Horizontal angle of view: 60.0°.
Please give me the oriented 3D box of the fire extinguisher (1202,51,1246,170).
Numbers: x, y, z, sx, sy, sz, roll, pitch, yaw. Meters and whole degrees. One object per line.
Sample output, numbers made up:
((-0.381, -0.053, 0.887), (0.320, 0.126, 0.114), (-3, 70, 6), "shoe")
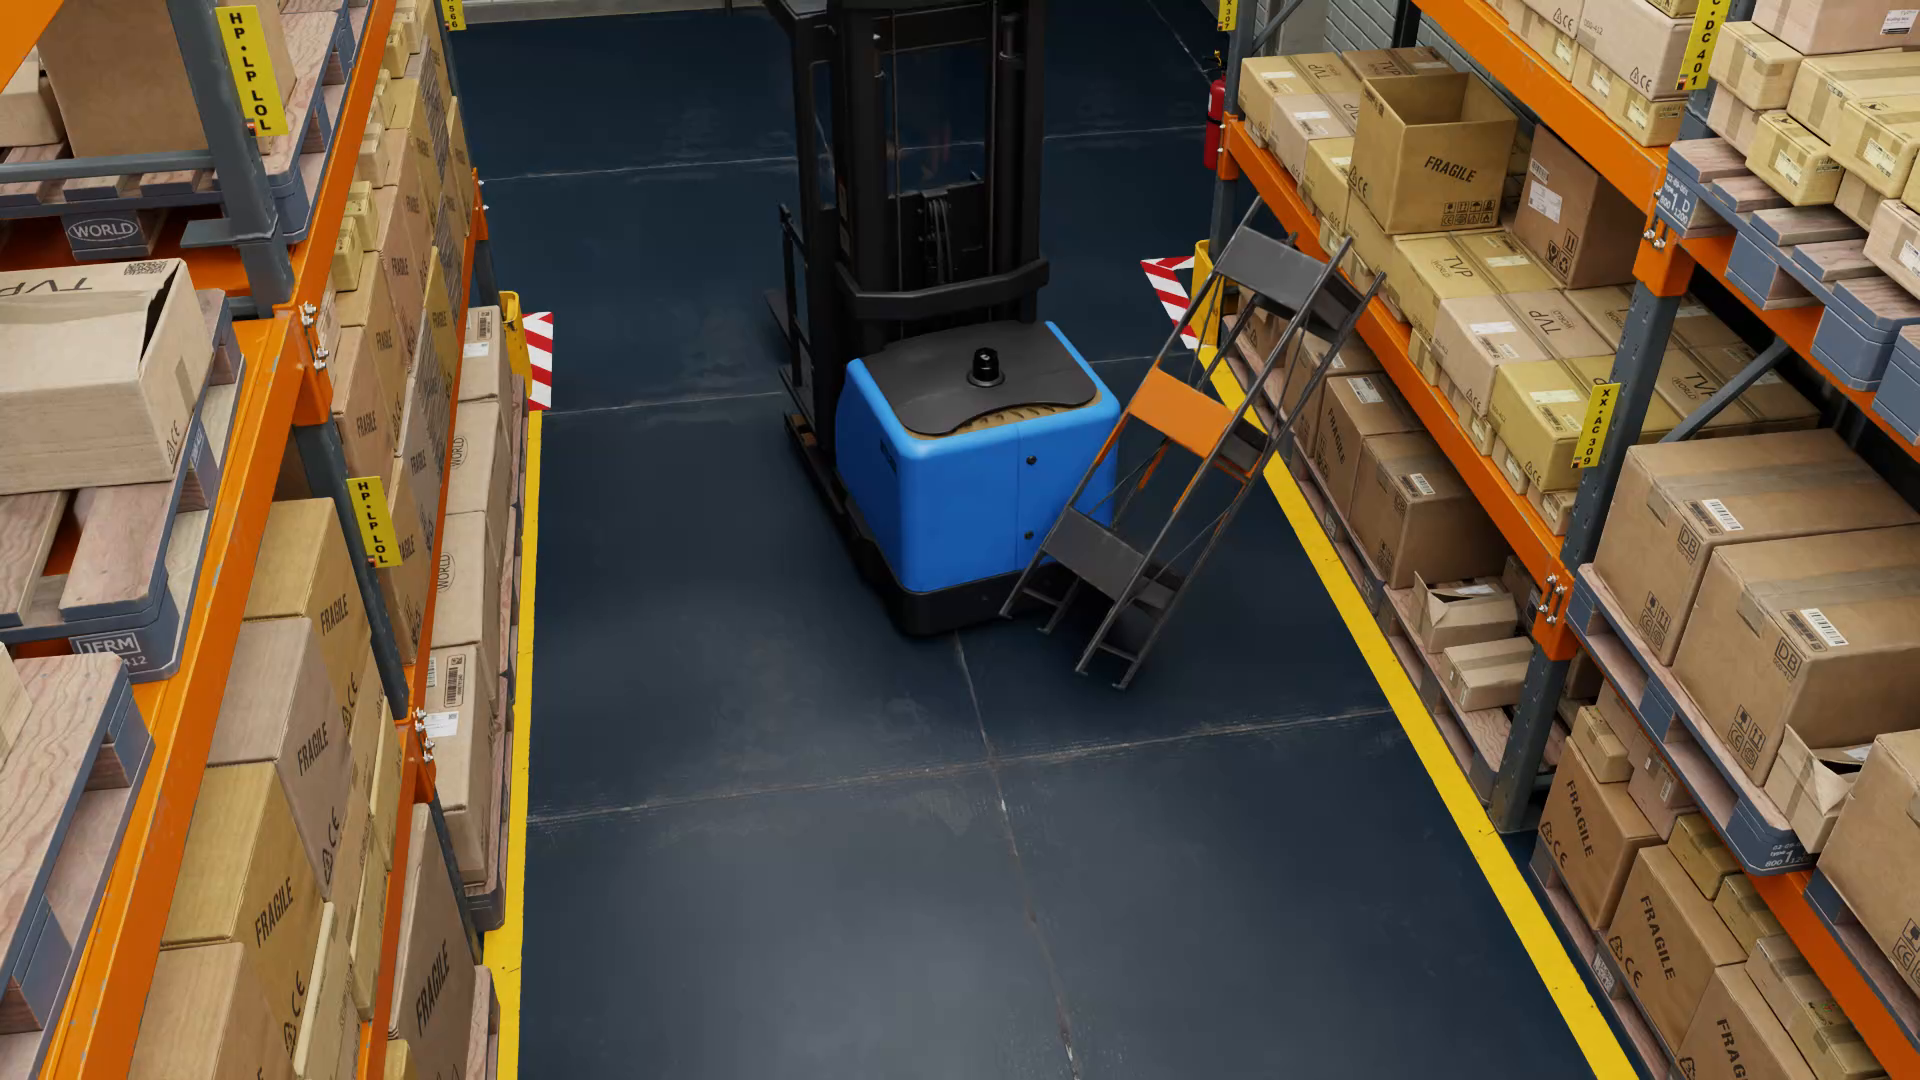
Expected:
((1.449, -2.373, 9.126), (0.296, 0.674, 0.183), (-6, 38, -8), "fire extinguisher")

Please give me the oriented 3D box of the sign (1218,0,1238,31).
((1.395, -2.795, 8.597), (0.100, 0.325, 0.005), (-6, 38, -8), "sign")

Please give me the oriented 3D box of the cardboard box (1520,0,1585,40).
((2.198, -1.915, 5.605), (0.500, 0.250, 0.500), (-7, 38, -9), "cardboard box")

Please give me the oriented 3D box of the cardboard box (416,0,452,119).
((-2.638, -2.144, 7.568), (0.500, 0.500, 0.500), (-5, 38, -6), "cardboard box")

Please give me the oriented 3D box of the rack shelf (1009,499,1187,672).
((0.616, 0.203, 7.212), (0.480, 0.518, 0.431), (36, 7, 38), "rack shelf")

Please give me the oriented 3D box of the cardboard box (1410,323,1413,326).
((2.163, -0.951, 7.134), (0.380, 0.149, 0.250), (-6, 38, -7), "cardboard box")

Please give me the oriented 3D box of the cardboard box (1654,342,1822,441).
((2.810, -0.482, 6.205), (0.500, 0.250, 0.500), (-7, 38, -8), "cardboard box")

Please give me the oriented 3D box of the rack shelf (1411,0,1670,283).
((2.280, -2.204, 6.683), (1.077, 0.370, 4.000), (-6, 38, -8), "rack shelf")

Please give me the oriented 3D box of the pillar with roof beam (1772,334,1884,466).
((-0.842, -2.519, 4.057), (9.100, 9.000, 0.400), (-6, 38, -8), "pillar with roof beam")

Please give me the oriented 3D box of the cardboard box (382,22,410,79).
((-2.497, -2.016, 6.875), (0.380, 0.149, 0.250), (-5, 38, -7), "cardboard box")

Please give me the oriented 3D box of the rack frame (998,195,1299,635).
((0.833, -0.514, 7.294), (0.015, 2.100, 0.400), (36, 7, 38), "rack frame")

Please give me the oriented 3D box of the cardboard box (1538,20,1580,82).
((2.198, -1.678, 5.624), (0.380, 0.149, 0.250), (-5, 38, -6), "cardboard box")

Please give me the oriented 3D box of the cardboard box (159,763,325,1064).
((-1.762, 0.869, 3.690), (0.500, 0.500, 0.500), (-5, 38, -7), "cardboard box")

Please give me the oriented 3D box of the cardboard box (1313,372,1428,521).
((2.049, -0.460, 7.992), (0.500, 0.500, 0.500), (-6, 38, -7), "cardboard box")

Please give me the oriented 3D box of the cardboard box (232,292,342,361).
((-2.116, -0.621, 5.080), (0.380, 0.149, 0.250), (-6, 38, -7), "cardboard box")

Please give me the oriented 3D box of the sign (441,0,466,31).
((-2.420, -2.576, 7.884), (0.100, 0.325, 0.005), (-6, 38, -8), "sign")

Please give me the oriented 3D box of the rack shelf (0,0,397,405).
((-2.606, -1.668, 5.993), (1.077, 0.370, 4.000), (-6, 38, -8), "rack shelf")

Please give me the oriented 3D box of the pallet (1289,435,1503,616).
((2.294, -0.147, 8.168), (1.003, 0.211, 1.213), (-6, 38, -8), "pallet")

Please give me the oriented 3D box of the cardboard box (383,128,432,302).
((-2.348, -1.229, 6.390), (0.500, 0.500, 0.500), (-6, 38, -8), "cardboard box")

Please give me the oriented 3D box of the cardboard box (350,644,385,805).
((-1.939, 0.543, 4.721), (0.500, 0.250, 0.500), (-6, 38, -8), "cardboard box")

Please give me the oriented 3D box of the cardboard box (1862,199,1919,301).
((2.404, -0.698, 3.940), (0.380, 0.149, 0.250), (-6, 38, -7), "cardboard box")

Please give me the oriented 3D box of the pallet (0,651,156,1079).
((-1.918, 0.688, 2.528), (1.003, 0.211, 1.213), (-5, 38, -6), "pallet")

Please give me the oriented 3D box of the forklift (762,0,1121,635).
((-0.284, -1.635, 7.866), (1.130, 2.935, 3.031), (-13, 40, -16), "forklift")

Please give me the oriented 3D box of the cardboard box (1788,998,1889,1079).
((2.722, 1.497, 4.945), (0.380, 0.149, 0.250), (-5, 38, -6), "cardboard box")

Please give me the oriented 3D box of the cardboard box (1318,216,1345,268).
((1.894, -1.401, 7.713), (0.380, 0.149, 0.250), (-7, 38, -9), "cardboard box")

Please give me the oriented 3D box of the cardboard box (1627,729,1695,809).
((2.524, 0.749, 5.664), (0.380, 0.149, 0.250), (-8, 39, -10), "cardboard box")

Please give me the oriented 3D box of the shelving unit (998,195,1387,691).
((0.988, -0.402, 7.143), (0.503, 2.100, 0.431), (36, 7, 38), "shelving unit")

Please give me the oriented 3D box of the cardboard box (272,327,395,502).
((-2.101, -0.307, 5.204), (0.500, 0.500, 0.500), (-6, 38, -8), "cardboard box")

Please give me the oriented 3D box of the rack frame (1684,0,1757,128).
((2.631, -2.465, 3.987), (1.000, 3.000, 0.127), (-6, 38, -8), "rack frame")

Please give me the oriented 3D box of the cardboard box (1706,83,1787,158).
((2.291, -1.163, 4.538), (0.380, 0.149, 0.250), (-6, 38, -7), "cardboard box")

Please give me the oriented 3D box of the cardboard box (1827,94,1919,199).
((2.371, -0.965, 4.040), (0.380, 0.149, 0.250), (-7, 38, -9), "cardboard box")

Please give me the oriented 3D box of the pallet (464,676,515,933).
((-2.312, 1.074, 6.595), (1.003, 0.211, 1.213), (-6, 38, -8), "pallet")

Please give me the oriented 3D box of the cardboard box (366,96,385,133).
((-2.391, -1.545, 6.269), (0.380, 0.149, 0.250), (-5, 38, -6), "cardboard box")

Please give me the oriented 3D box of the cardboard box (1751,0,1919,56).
((2.340, -1.448, 4.324), (0.396, 0.266, 0.258), (-7, 38, -8), "cardboard box")

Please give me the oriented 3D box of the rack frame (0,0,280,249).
((-2.256, -1.928, 3.297), (1.000, 3.000, 0.127), (-6, 38, -8), "rack frame")

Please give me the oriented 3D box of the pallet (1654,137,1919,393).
((2.676, -0.804, 4.448), (1.213, 0.211, 1.003), (-6, 38, -8), "pallet")

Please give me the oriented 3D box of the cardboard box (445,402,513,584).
((-2.574, -0.190, 7.695), (0.875, 0.438, 0.875), (-5, 38, -7), "cardboard box")

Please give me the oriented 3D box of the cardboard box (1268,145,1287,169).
((1.807, -2.036, 8.530), (0.380, 0.149, 0.250), (-5, 38, -7), "cardboard box")

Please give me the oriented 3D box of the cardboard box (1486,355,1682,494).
((2.301, -0.435, 6.145), (0.500, 0.250, 0.500), (-5, 38, -7), "cardboard box")

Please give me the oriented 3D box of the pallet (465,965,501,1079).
((-2.046, 2.000, 5.404), (1.003, 0.211, 1.213), (-6, 38, -8), "pallet")

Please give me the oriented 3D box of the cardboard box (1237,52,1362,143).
((1.744, -2.267, 8.502), (0.500, 0.250, 0.500), (-6, 38, -8), "cardboard box")

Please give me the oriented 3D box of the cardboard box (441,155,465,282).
((-2.539, -1.447, 7.486), (0.500, 0.500, 0.500), (-7, 38, -9), "cardboard box")

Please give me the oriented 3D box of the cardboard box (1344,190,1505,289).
((2.035, -1.350, 7.322), (0.500, 0.250, 0.500), (-7, 38, -9), "cardboard box")

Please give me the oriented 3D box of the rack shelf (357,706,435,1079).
((-1.905, 1.933, 3.803), (1.077, 0.370, 4.000), (-6, 38, -8), "rack shelf")

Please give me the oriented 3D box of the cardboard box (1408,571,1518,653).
((2.181, 0.298, 7.208), (0.396, 0.266, 0.258), (-5, 38, -6), "cardboard box")

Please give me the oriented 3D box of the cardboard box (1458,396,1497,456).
((2.190, -0.471, 6.516), (0.380, 0.149, 0.250), (-5, 38, -7), "cardboard box")

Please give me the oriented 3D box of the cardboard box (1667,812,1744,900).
((2.612, 1.028, 5.549), (0.380, 0.149, 0.250), (-8, 39, -10), "cardboard box")

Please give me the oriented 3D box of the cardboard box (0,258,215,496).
((-1.894, -0.365, 3.460), (0.500, 0.311, 0.500), (-6, 38, -8), "cardboard box")

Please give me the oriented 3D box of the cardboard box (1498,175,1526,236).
((2.534, -1.393, 7.378), (0.500, 0.250, 0.500), (-6, 38, -8), "cardboard box")

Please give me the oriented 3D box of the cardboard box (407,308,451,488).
((-2.245, -0.516, 6.287), (0.500, 0.500, 0.500), (-6, 38, -8), "cardboard box")

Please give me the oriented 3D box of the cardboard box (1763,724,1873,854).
((2.496, 0.672, 4.607), (0.396, 0.266, 0.258), (-4, 38, -6), "cardboard box")

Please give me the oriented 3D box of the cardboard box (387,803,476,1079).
((-2.068, 1.480, 5.190), (0.875, 0.875, 0.875), (-5, 38, -7), "cardboard box")

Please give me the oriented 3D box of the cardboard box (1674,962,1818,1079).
((2.680, 1.665, 5.257), (0.500, 0.500, 0.500), (-7, 38, -9), "cardboard box")

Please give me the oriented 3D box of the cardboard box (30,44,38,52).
((-2.729, -1.361, 4.793), (0.380, 0.149, 0.250), (-5, 38, -7), "cardboard box")

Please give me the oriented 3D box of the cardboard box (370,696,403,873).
((-1.929, 0.744, 4.870), (0.500, 0.250, 0.500), (-7, 38, -9), "cardboard box")

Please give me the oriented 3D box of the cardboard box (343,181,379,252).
((-2.204, -1.092, 5.685), (0.380, 0.149, 0.250), (-7, 38, -9), "cardboard box")
